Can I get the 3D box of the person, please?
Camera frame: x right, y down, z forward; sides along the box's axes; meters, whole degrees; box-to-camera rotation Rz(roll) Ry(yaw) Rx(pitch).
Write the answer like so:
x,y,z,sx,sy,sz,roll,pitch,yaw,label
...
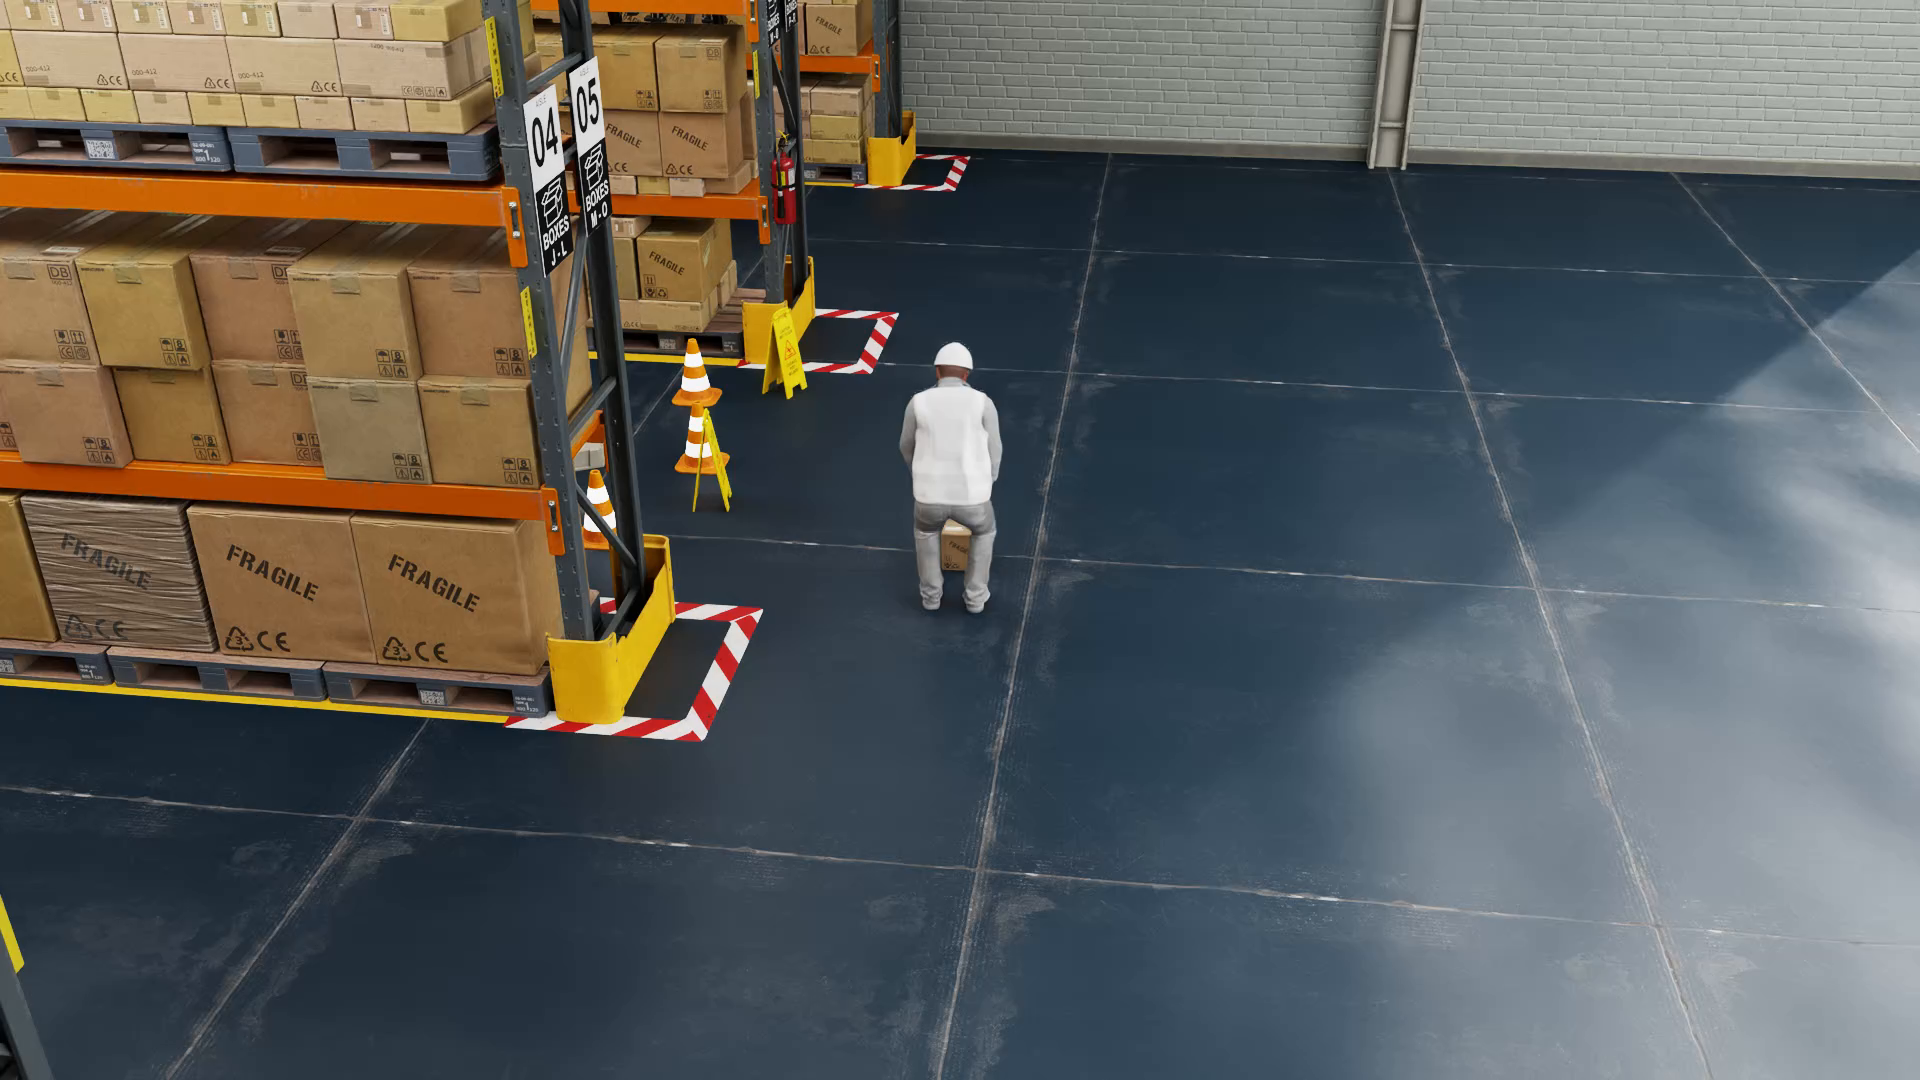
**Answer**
x,y,z,sx,sy,sz,roll,pitch,yaw,label
-0.060,-0.332,9.504,0.590,1.506,0.714,4,28,7,person
